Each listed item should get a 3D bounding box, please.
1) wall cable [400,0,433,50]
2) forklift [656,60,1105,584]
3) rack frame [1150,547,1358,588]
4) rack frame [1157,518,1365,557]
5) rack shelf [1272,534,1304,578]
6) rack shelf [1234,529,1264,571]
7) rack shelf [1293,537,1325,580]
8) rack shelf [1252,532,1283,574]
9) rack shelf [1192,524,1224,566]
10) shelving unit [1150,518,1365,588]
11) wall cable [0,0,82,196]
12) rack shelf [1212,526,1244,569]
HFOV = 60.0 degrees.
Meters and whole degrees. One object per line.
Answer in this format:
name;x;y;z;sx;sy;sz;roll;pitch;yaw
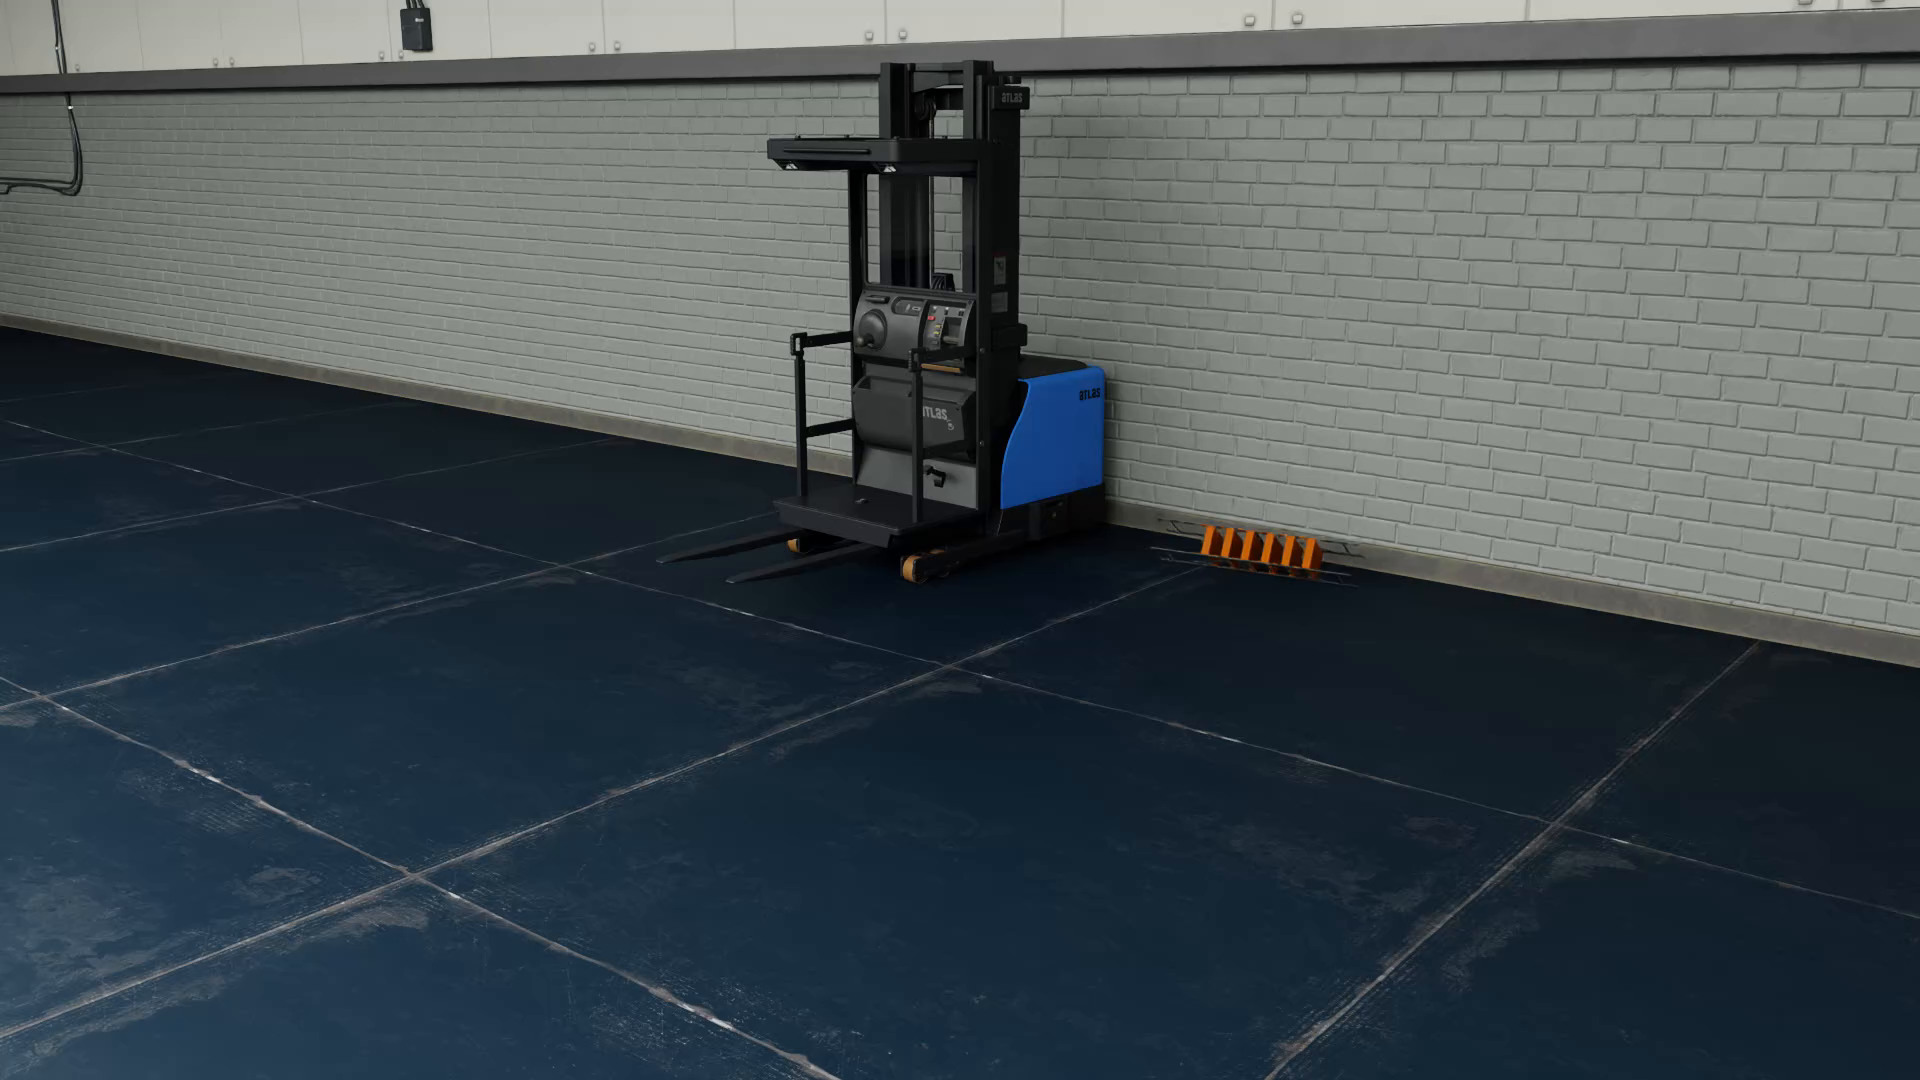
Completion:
wall cable;-4.056;-7.111;13.432;2.305;6.003;0.169;11;18;38
forklift;-0.425;-1.308;9.818;1.130;2.935;3.031;13;19;41
rack frame;1.707;0.157;9.701;1.200;0.006;0.240;8;-15;26
rack frame;1.752;-0.015;9.743;1.200;0.006;0.240;8;-15;26
rack shelf;1.904;0.096;9.637;0.103;0.180;0.258;8;-15;26
rack shelf;1.690;0.065;9.742;0.103;0.180;0.258;8;-15;26
rack shelf;2.010;0.111;9.585;0.103;0.180;0.258;8;-15;26
rack shelf;1.797;0.080;9.689;0.103;0.180;0.258;8;-15;26
rack shelf;1.476;0.034;9.846;0.103;0.180;0.258;8;-15;26
shelving unit;1.729;0.071;9.722;1.200;0.189;0.258;8;-15;26
wall cable;-11.430;-5.430;20.028;3.097;2.526;0.112;11;18;38
rack shelf;1.583;0.050;9.794;0.103;0.180;0.258;8;-15;26
